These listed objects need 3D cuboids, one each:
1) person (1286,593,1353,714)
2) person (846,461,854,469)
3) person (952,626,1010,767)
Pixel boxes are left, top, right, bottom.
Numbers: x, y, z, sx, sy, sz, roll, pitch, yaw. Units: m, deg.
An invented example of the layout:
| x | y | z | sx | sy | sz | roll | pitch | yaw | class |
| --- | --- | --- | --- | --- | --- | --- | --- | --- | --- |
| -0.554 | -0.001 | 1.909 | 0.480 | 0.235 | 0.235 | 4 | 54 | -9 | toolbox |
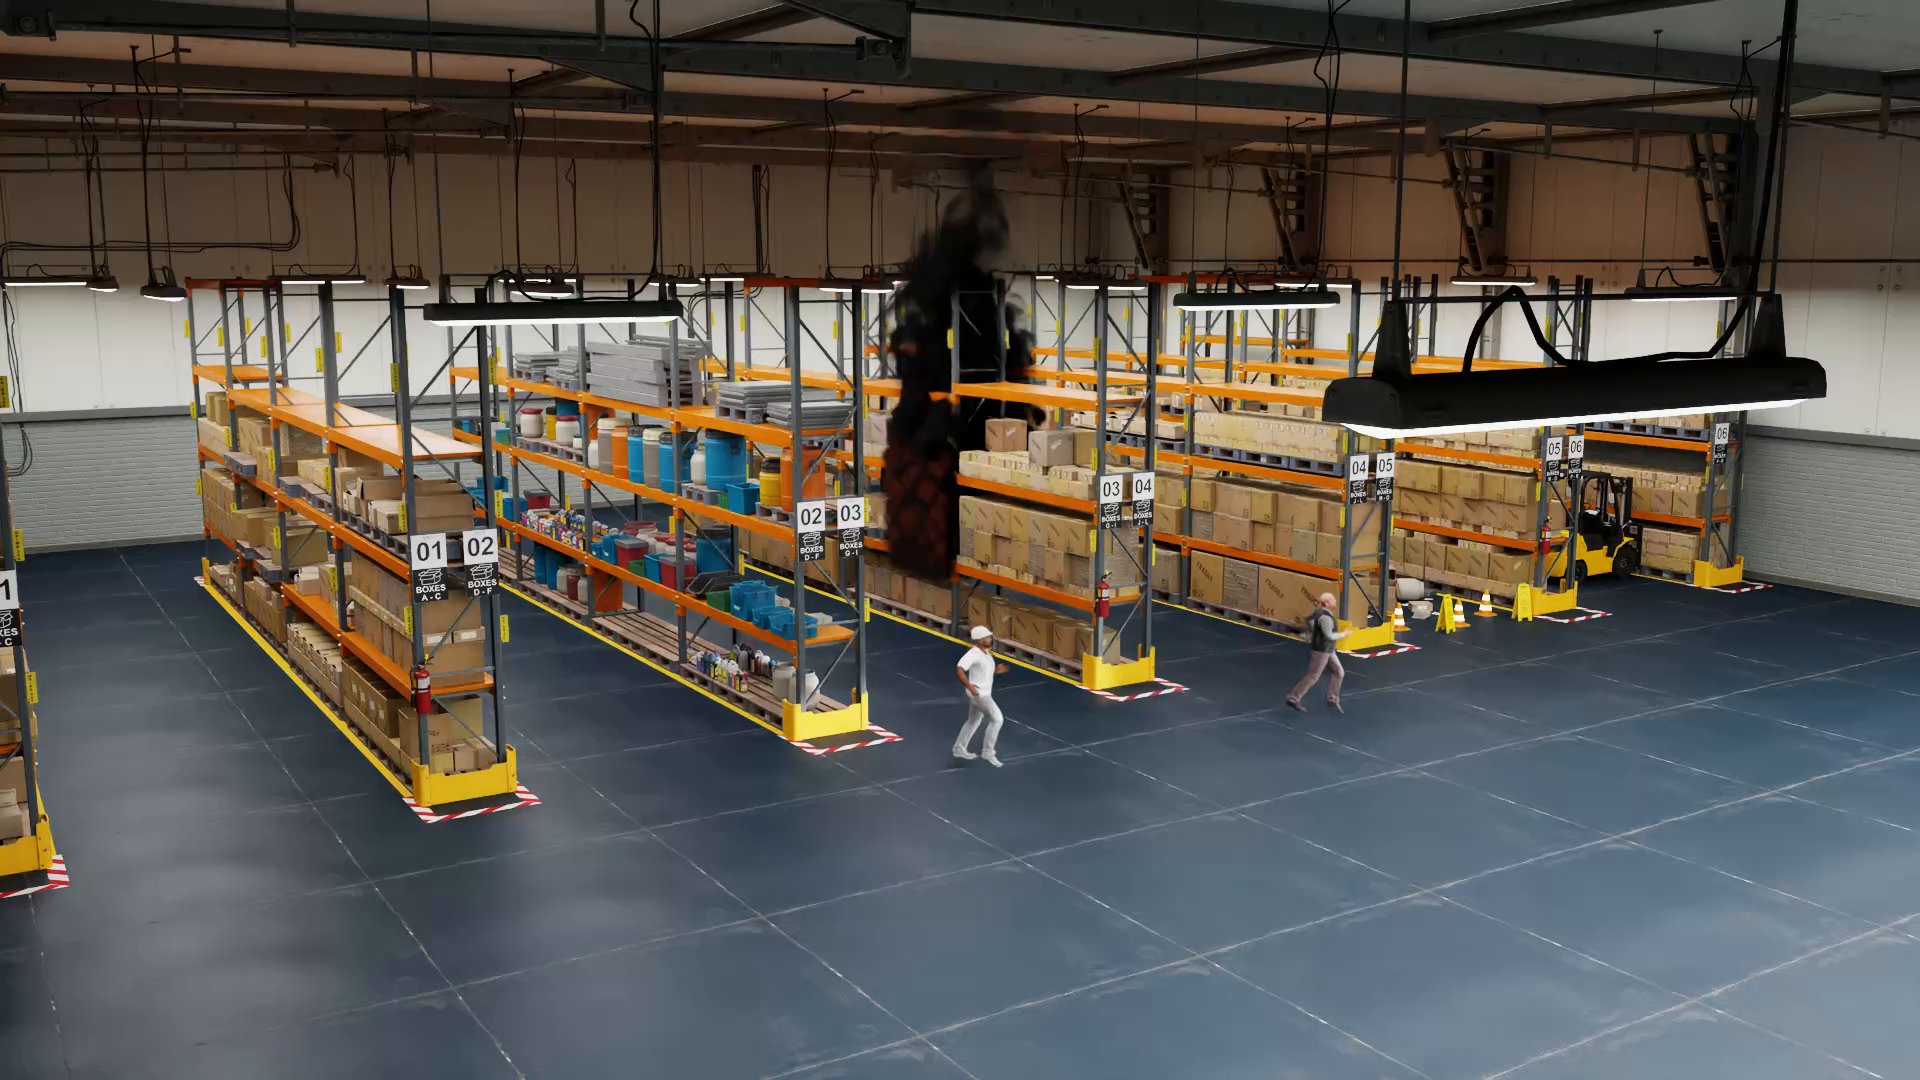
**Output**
| x | y | z | sx | sy | sz | roll | pitch | yaw | class |
| --- | --- | --- | --- | --- | --- | --- | --- | --- | --- |
| 5.050 | 1.602 | 23.345 | 0.900 | 1.770 | 0.664 | 2 | 10 | 10 | person |
| -2.835 | -1.494 | 41.793 | 0.962 | 1.702 | 0.738 | -6 | 11 | -31 | person |
| 0.263 | 1.971 | 20.994 | 0.735 | 1.809 | 0.685 | 1 | 10 | 4 | person |
